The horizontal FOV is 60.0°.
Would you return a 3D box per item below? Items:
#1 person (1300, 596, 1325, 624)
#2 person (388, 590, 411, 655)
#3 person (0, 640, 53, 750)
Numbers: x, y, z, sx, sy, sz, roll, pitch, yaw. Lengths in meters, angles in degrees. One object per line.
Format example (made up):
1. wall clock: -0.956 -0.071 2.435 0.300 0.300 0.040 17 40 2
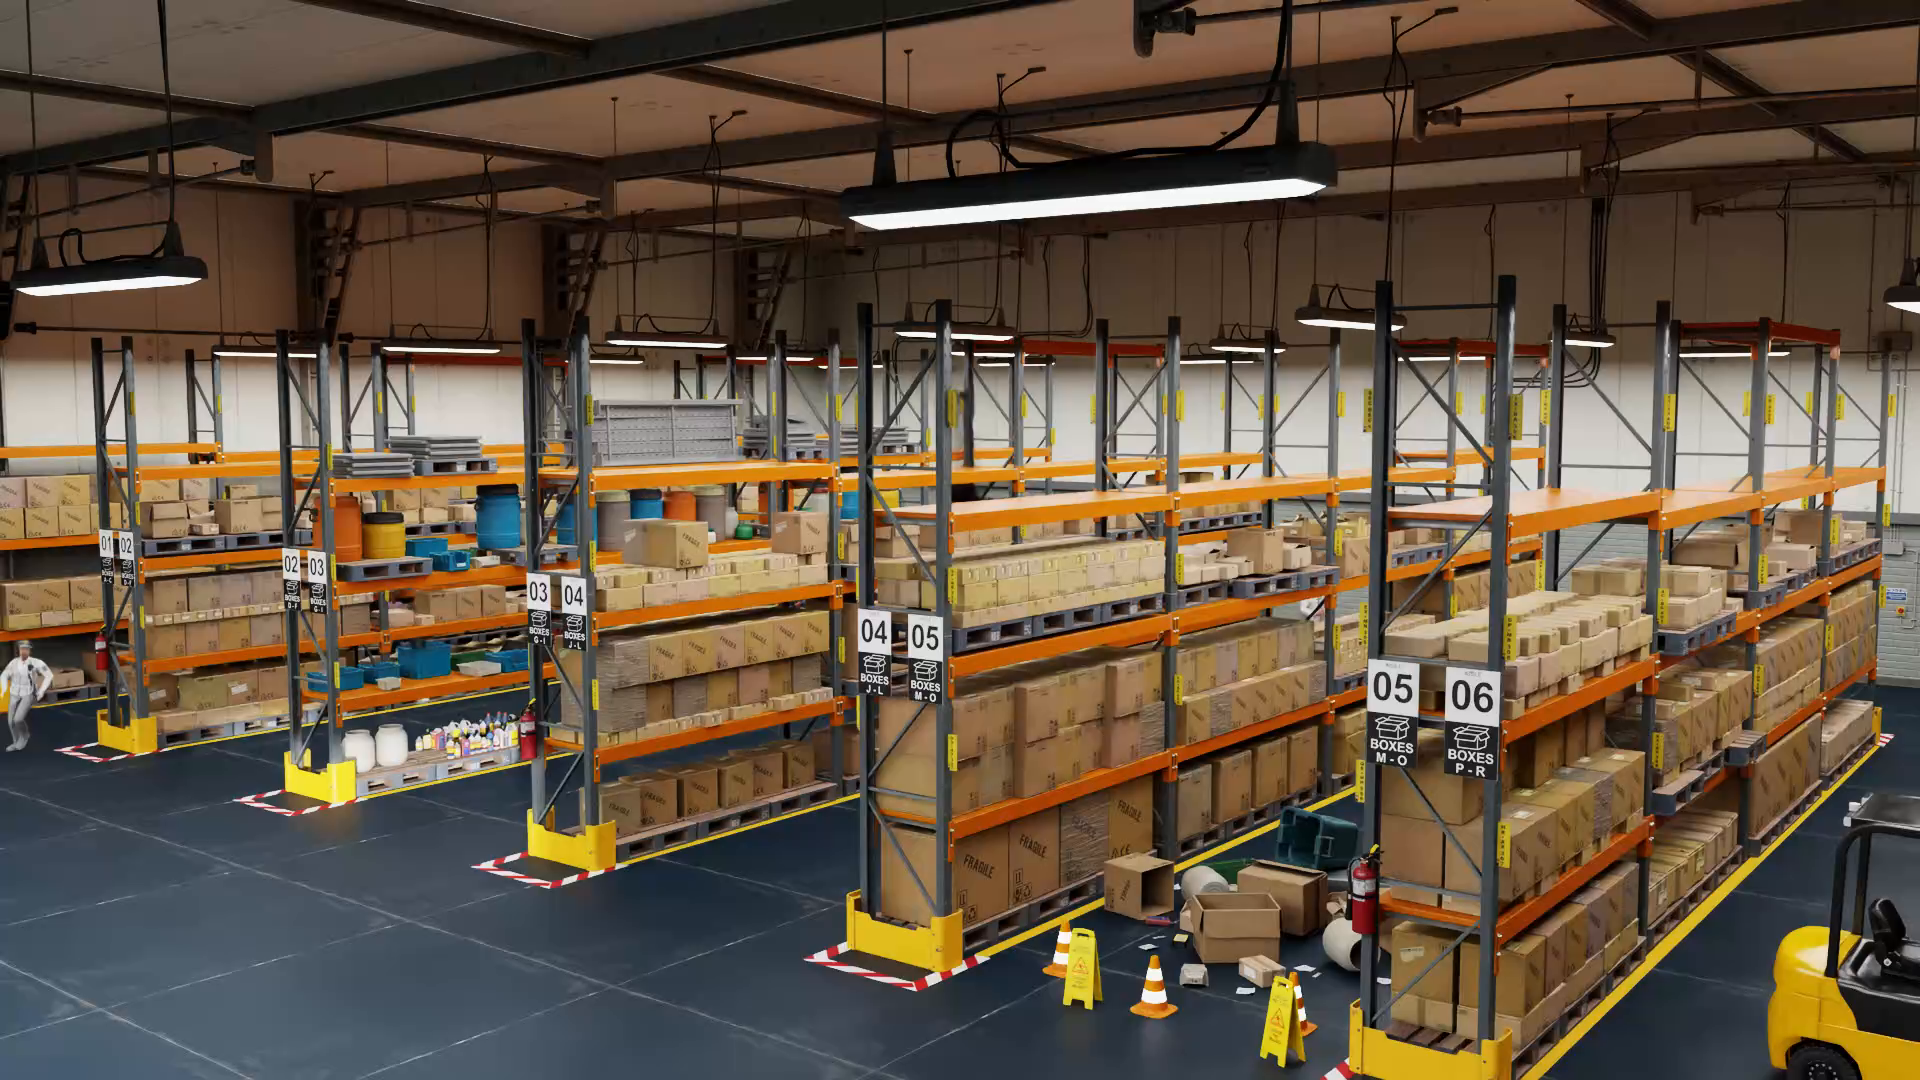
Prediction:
1. person: 6.617 1.605 30.762 0.711 1.801 1.019 -1 5 -16
2. person: -10.325 1.705 30.482 0.536 1.609 0.875 3 6 34
3. person: -13.554 2.254 24.049 0.675 1.632 0.516 0 5 -1
